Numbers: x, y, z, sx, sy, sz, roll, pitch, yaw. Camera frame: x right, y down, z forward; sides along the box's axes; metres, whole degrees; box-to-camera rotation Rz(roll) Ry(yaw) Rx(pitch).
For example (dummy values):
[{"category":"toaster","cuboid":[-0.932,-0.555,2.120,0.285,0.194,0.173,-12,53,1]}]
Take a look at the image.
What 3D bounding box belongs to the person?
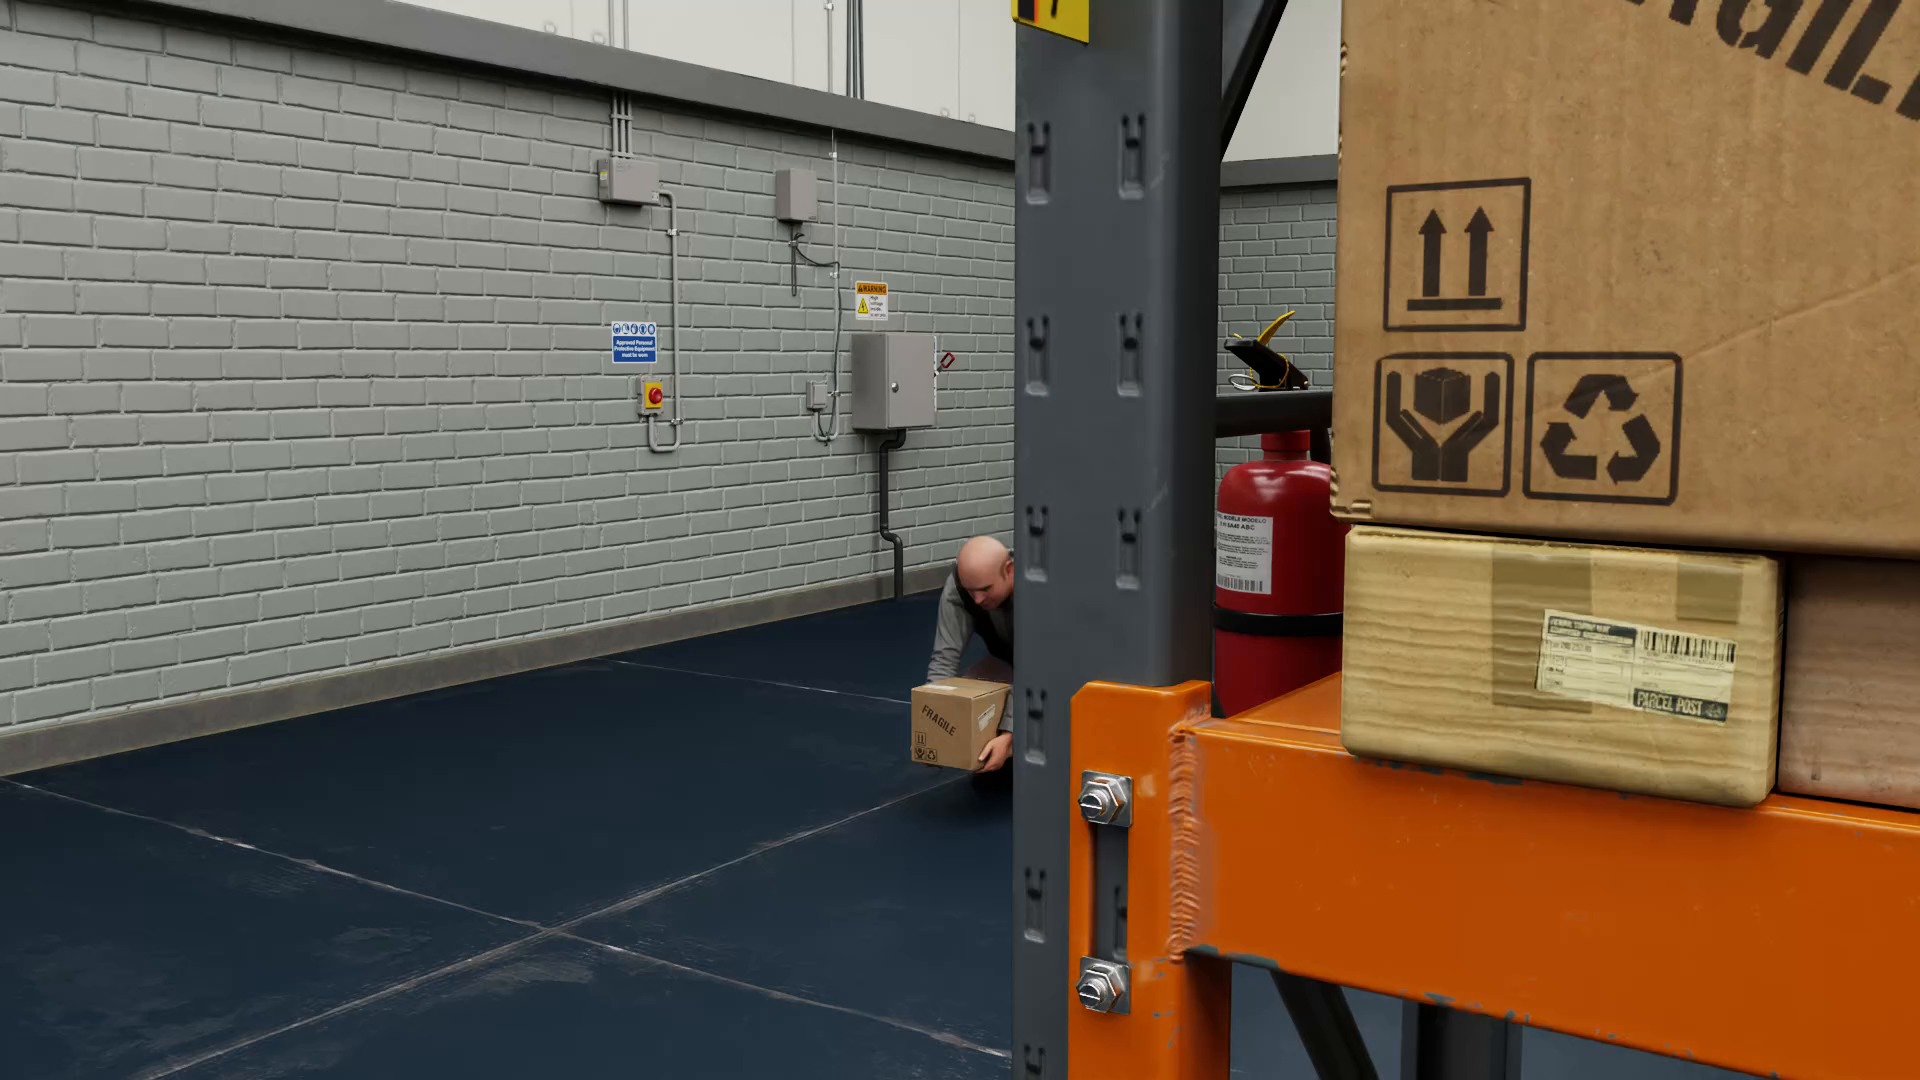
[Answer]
[{"category":"person","cuboid":[0.200,0.442,5.893,0.516,0.963,0.876,4,7,32]}]
